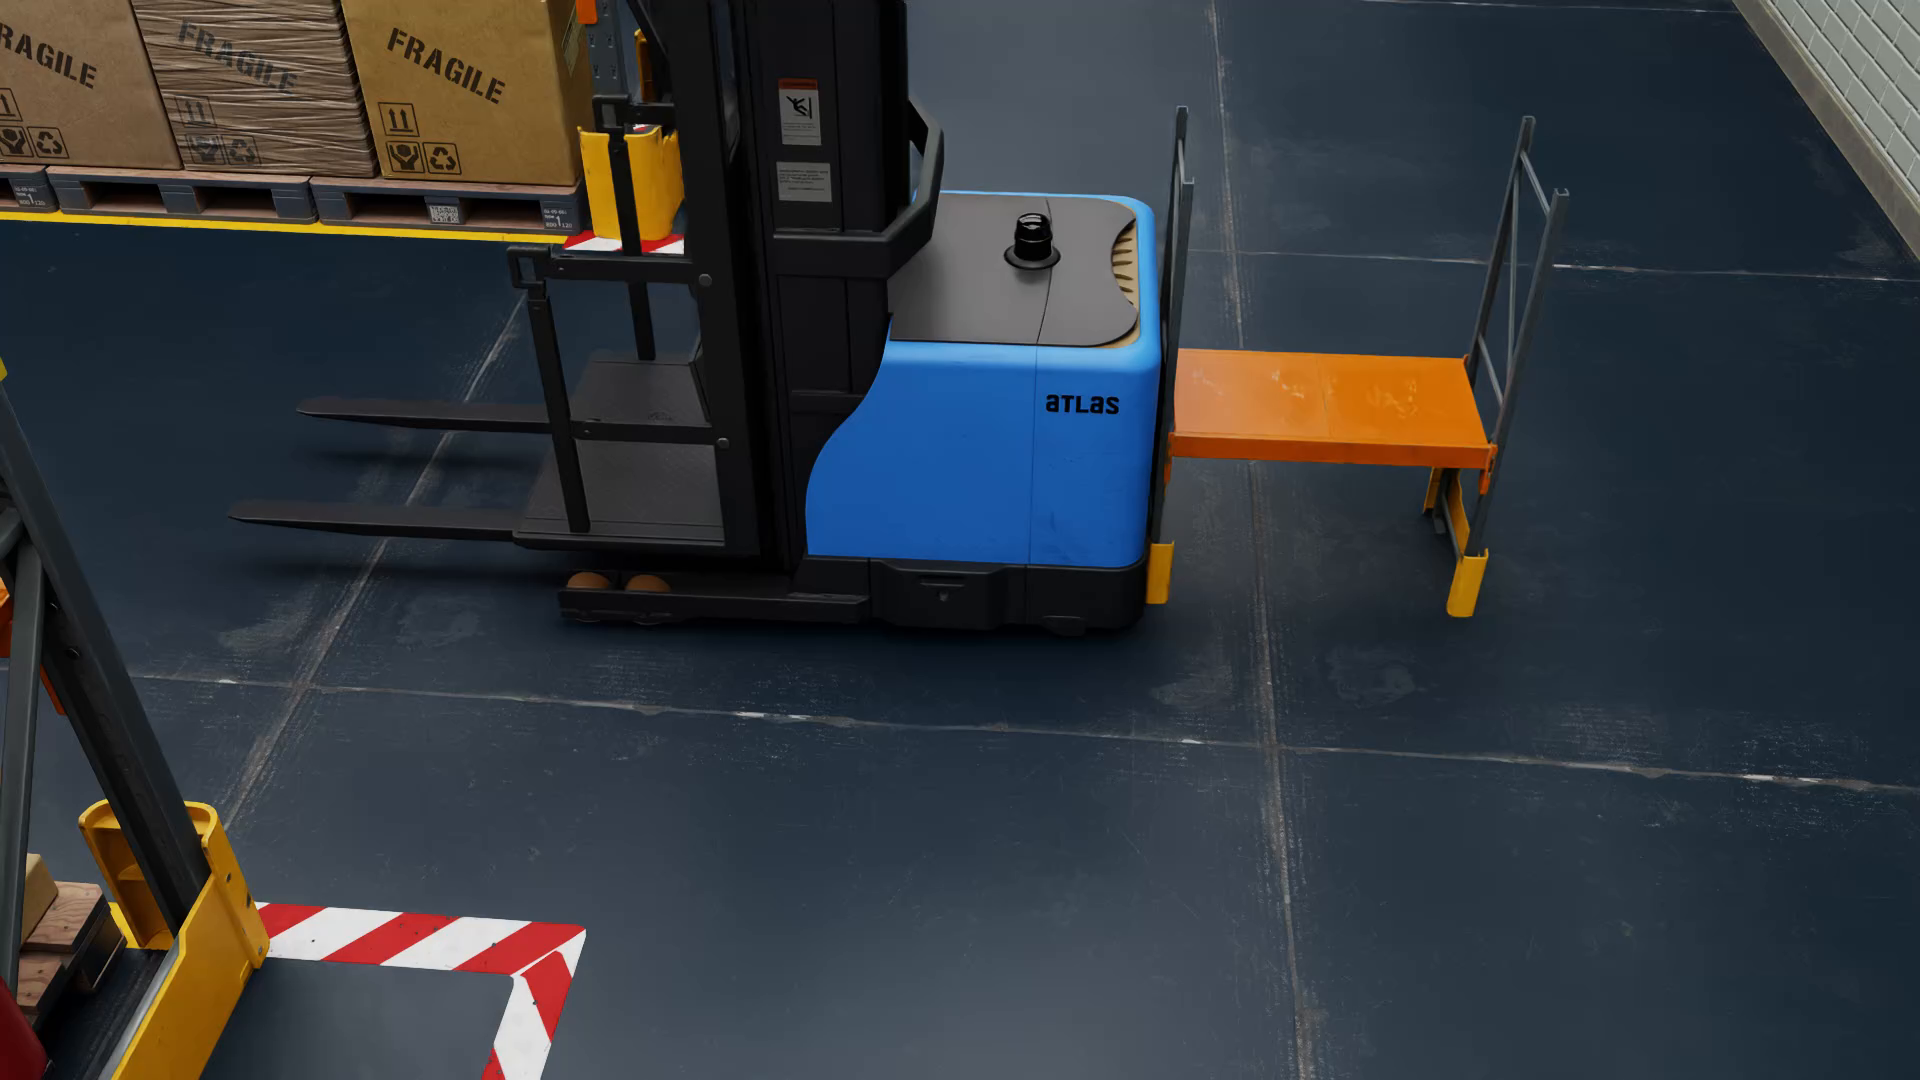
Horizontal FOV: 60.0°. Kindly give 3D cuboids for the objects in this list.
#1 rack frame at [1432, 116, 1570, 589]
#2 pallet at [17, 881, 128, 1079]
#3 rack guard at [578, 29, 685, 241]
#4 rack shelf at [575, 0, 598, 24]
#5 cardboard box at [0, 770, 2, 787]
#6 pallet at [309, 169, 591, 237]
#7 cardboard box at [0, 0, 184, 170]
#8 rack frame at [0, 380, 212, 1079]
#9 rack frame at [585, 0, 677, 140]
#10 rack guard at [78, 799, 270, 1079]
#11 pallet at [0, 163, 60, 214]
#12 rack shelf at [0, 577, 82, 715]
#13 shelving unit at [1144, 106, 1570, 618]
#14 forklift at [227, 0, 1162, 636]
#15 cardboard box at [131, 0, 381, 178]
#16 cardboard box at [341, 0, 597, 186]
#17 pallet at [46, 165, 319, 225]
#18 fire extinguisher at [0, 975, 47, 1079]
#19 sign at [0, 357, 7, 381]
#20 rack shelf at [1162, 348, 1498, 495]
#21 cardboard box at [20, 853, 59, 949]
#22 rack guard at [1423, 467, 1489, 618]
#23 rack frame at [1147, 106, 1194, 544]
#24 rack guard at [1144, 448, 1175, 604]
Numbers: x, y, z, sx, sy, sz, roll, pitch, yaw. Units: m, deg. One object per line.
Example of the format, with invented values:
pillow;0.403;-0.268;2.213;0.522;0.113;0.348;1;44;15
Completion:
rack frame;1.661;-0.513;5.193;0.032;1.500;0.500;2;39;3
pallet;-2.858;1.258;4.037;1.213;0.211;1.003;3;39;4
rack guard;-1.423;-1.896;7.683;0.348;0.500;1.175;3;39;4
rack shelf;-3.440;-2.697;7.257;4.000;0.370;1.077;3;39;4
cardboard box;-2.468;0.717;3.947;0.250;0.149;0.380;1;39;2
pallet;-2.250;-1.779;7.769;1.213;0.211;1.003;3;39;4
cardboard box;-3.885;-2.288;7.535;0.875;0.875;0.875;3;39;4
rack frame;-1.976;0.247;3.070;0.127;3.000;1.000;3;39;4
rack frame;-1.447;-2.867;6.896;0.127;3.000;1.000;3;39;4
rack guard;-2.051;1.213;3.864;0.348;0.500;1.175;3;39;4
pallet;-4.681;-1.912;7.932;1.213;0.211;1.003;3;39;4
rack shelf;-3.968;0.417;3.431;4.000;0.370;1.077;3;39;4
shelving unit;1.163;-0.534;5.219;1.083;1.500;0.587;2;39;3
forklift;-0.893;-1.190;4.890;3.031;2.935;1.130;2;39;3
cardboard box;-2.998;-2.240;7.476;0.875;0.875;0.875;3;39;4
cardboard box;-2.091;-2.190;7.415;0.875;0.875;0.875;3;39;4
pallet;-3.462;-1.848;7.853;1.213;0.211;1.003;3;39;4
fire extinguisher;-1.764;0.726;2.839;0.183;0.674;0.296;3;39;4
sign;-1.929;-0.430;3.216;0.005;0.325;0.100;3;39;4
rack shelf;1.154;-0.395;5.333;1.000;0.185;0.538;2;39;3
cardboard box;-2.470;0.960;4.120;0.250;0.149;0.380;4;39;5
rack guard;1.660;-0.029;5.587;0.087;0.250;0.587;2;39;3
rack frame;0.647;-0.556;5.246;0.032;1.500;0.500;2;39;3
rack guard;0.666;-0.071;5.639;0.087;0.250;0.587;2;39;3
